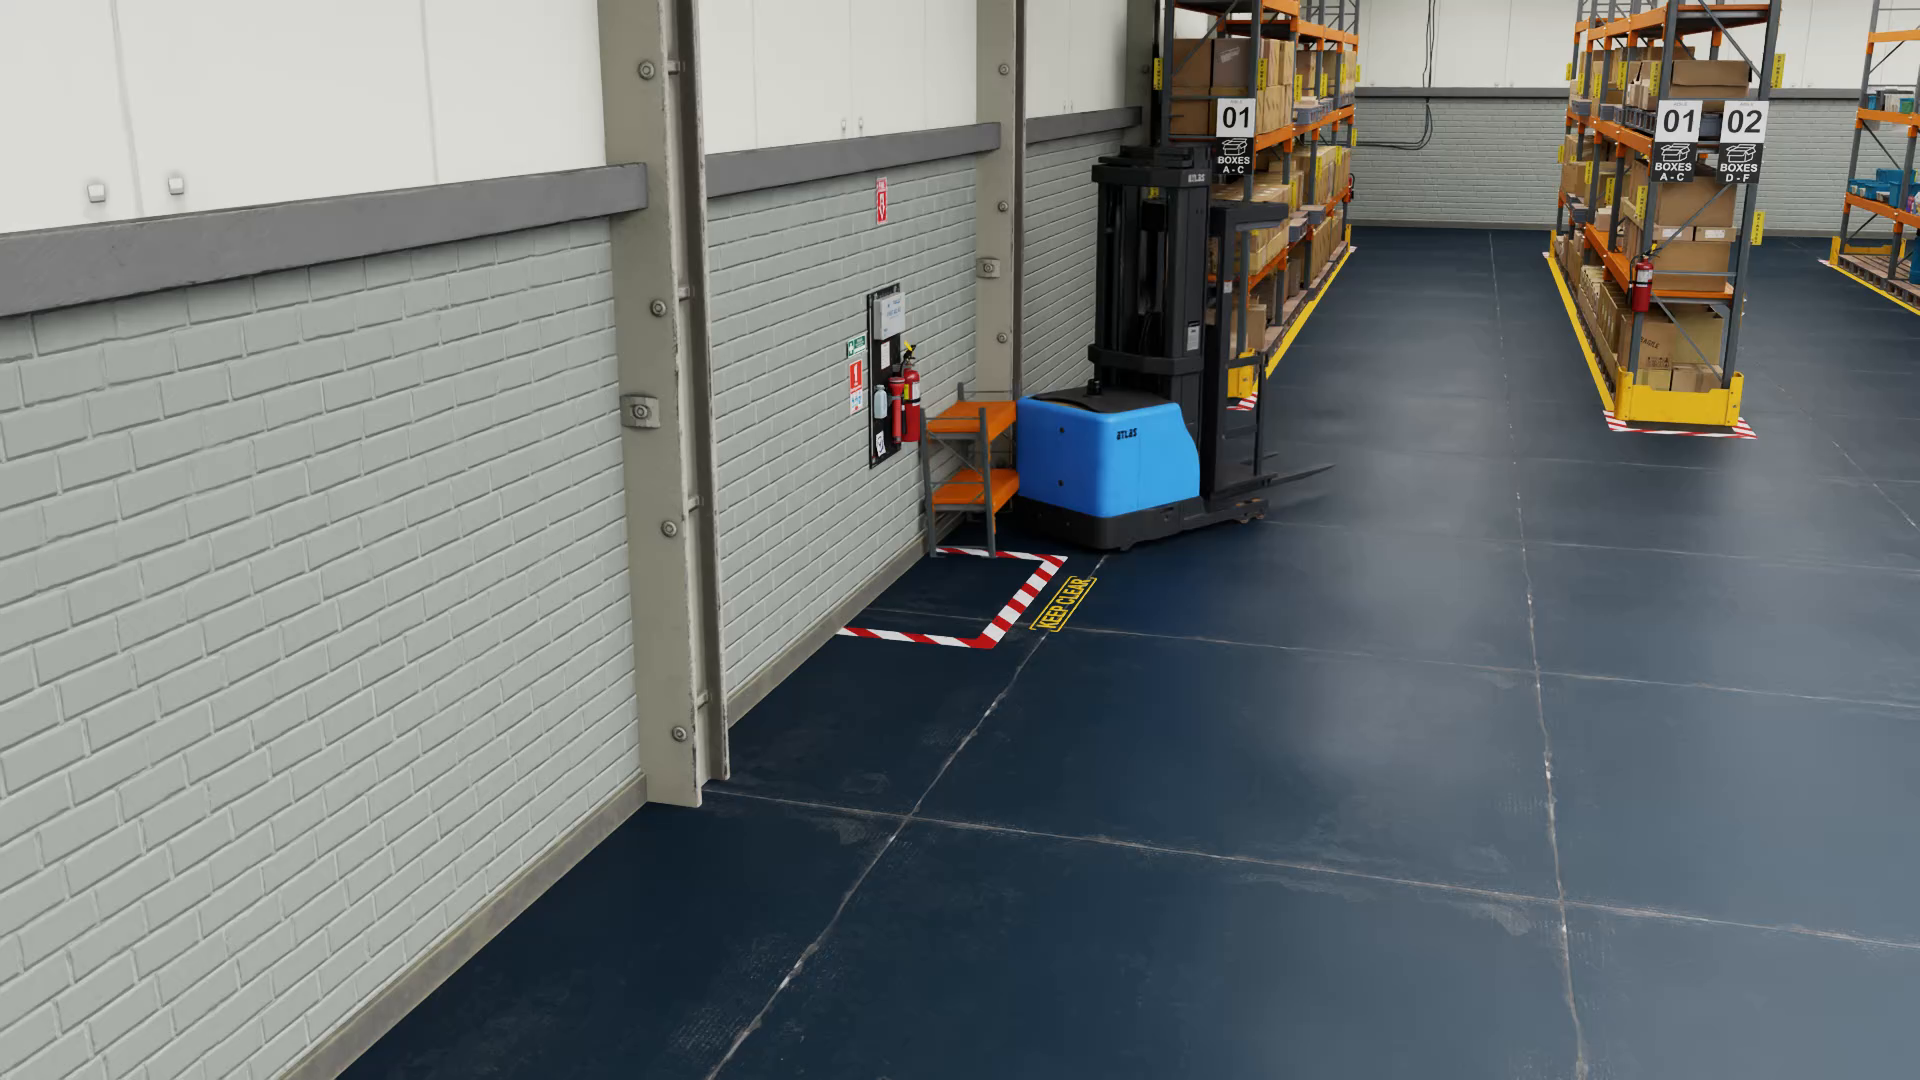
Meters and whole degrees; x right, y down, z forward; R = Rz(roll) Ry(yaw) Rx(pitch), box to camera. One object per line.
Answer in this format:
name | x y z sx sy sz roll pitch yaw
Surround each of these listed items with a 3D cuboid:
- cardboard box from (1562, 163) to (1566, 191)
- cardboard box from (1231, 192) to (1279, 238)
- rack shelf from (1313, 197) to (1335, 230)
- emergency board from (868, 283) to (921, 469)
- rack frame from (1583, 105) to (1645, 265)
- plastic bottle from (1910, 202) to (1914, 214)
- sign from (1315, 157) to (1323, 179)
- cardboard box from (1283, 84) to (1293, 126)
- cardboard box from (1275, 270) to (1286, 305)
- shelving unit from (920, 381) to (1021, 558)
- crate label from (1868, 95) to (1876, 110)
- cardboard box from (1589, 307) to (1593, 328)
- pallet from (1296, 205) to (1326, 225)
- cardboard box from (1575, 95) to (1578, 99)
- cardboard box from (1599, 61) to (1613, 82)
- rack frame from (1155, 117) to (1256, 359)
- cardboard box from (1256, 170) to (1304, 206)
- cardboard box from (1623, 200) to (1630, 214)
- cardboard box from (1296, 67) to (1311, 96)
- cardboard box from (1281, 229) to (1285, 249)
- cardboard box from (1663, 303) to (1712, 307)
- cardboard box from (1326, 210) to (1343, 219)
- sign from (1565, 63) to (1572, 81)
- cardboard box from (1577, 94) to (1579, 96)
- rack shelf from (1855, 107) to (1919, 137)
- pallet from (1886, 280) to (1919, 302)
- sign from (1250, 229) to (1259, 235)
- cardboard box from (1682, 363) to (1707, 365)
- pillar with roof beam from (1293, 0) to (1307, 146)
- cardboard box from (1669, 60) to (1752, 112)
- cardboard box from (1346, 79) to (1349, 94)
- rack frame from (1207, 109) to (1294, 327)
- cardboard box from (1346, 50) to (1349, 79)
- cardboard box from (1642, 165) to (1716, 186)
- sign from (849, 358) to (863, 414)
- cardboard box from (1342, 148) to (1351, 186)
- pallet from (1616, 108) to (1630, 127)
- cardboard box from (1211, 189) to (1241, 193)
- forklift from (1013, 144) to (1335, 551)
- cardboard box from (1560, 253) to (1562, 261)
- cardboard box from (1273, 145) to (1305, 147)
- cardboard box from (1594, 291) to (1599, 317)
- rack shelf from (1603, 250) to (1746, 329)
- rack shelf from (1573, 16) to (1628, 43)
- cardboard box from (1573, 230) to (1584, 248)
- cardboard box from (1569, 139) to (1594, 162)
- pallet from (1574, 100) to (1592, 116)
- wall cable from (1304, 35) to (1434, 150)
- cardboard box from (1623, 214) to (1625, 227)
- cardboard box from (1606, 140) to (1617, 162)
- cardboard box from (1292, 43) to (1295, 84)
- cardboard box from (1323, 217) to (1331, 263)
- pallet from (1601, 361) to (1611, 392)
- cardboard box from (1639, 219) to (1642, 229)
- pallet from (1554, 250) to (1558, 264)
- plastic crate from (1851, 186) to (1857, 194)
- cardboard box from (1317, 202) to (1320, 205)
cardboard box | 11.434 -6.699 30.766 0.500 0.500 0.500 4 16 15
cardboard box | 3.519 -3.878 19.868 0.500 0.500 0.500 5 17 18
rack shelf | 5.499 -5.349 27.509 1.077 0.370 4.000 5 16 16
emergency board | -0.417 -1.116 11.265 0.194 1.169 0.643 5 16 16
rack frame | 9.681 -4.789 24.215 1.000 3.000 0.127 5 16 16
plastic bottle | 14.999 -5.225 26.118 0.097 0.201 0.097 0 16 0
sign | 5.453 -5.651 25.279 0.100 0.325 0.005 5 16 16
cardboard box | 3.886 -5.474 20.915 0.500 0.500 0.500 5 17 17
cardboard box | 4.269 -3.598 23.791 0.700 0.500 0.500 5 17 17
shelving unit | 0.120 -0.551 12.616 0.538 1.125 1.048 0 16 16
crate label | 16.130 -7.652 29.084 0.408 0.251 0.502 5 16 16
cardboard box | 8.530 -2.884 21.771 0.500 0.250 0.500 4 16 15
pallet | 4.830 -4.885 24.905 1.213 0.211 1.003 5 16 16
cardboard box | 10.987 -7.615 28.959 0.500 0.250 0.500 5 16 16
cardboard box | 10.227 -7.101 25.735 0.600 0.600 0.600 4 16 14
rack frame | 2.657 -3.079 18.187 1.000 3.000 0.127 5 16 16
cardboard box | 4.806 -5.308 25.056 0.700 0.500 0.500 3 16 9
cardboard box | 8.282 -4.047 20.228 0.380 0.149 0.250 5 16 16
cardboard box | 5.011 -7.003 25.537 0.700 0.500 0.500 3 16 12
cardboard box | 3.800 -3.786 20.917 0.500 0.250 0.500 5 17 16
cardboard box | 8.202 -2.451 18.868 0.500 0.500 0.500 5 16 16
cardboard box | 7.167 -6.271 32.063 0.380 0.149 0.250 5 17 17
sign | 11.434 -8.787 31.213 0.100 0.325 0.005 5 16 16
cardboard box | 10.841 -7.725 28.430 0.500 0.250 0.500 5 16 16
rack shelf | 16.134 -7.070 28.080 1.077 0.370 4.000 5 16 16
pallet | 15.306 -3.910 26.227 1.003 0.211 1.213 5 16 16
sign | 3.177 -3.453 17.920 0.100 0.325 0.005 5 16 16
cardboard box | 7.912 -1.829 18.050 0.500 0.250 0.500 5 16 16
pillar with roof beam | 11.269 -10.590 33.676 9.100 9.000 0.400 5 16 16
cardboard box | 7.575 -4.608 16.865 0.797 0.503 0.637 6 17 20
cardboard box | 6.813 -8.267 30.302 0.500 0.250 0.500 4 16 14
rack frame | 3.794 -4.125 21.876 1.000 3.000 0.127 5 16 16
cardboard box | 6.679 -8.500 29.750 0.500 0.500 0.500 4 16 15
cardboard box | 7.996 -3.904 18.535 0.700 0.500 0.500 5 16 16
sign | -0.673 -0.996 10.779 0.001 0.329 0.234 5 16 16
cardboard box | 7.069 -7.275 32.431 0.980 0.700 0.700 5 17 18
pallet | 8.782 -5.325 20.959 0.805 0.209 1.217 4 16 14
cardboard box | 3.162 -4.052 20.481 0.500 0.500 0.500 5 17 17
forklift | 1.863 -1.639 13.235 3.031 2.935 1.130 -13 21 -39
cardboard box | 10.757 -4.949 29.199 0.380 0.149 0.250 5 16 16
cardboard box | 5.687 -6.680 28.743 0.500 0.250 0.500 5 17 18
cardboard box | 8.384 -3.019 21.219 0.500 0.311 0.500 5 16 16
rack shelf | 7.976 -2.873 18.779 1.077 0.370 4.000 5 16 16
rack shelf | 11.386 -8.897 29.029 1.077 0.370 4.000 5 16 16
cardboard box | 10.162 -4.836 26.781 0.500 0.250 0.500 5 16 16
cardboard box | 11.000 -6.783 29.230 0.500 0.500 0.500 5 17 16
pallet | 10.273 -6.751 25.981 1.213 0.211 1.003 5 16 16
wall cable | 9.154 -10.109 37.669 3.097 2.526 0.112 5 16 16
cardboard box | 8.928 -4.128 21.701 0.500 0.500 0.500 6 17 20
cardboard box | 11.367 -6.601 28.588 0.500 0.500 0.500 4 16 14
cardboard box | 3.911 -5.955 20.778 0.500 0.500 0.500 3 16 11
cardboard box | 6.007 -5.206 28.856 0.750 0.750 0.750 5 17 17
pallet | 7.933 -1.876 19.055 1.003 0.211 1.213 5 16 16
cardboard box | 7.700 -3.509 18.333 0.380 0.149 0.250 5 17 17
pallet | 11.707 -5.311 31.169 1.003 0.211 1.213 5 16 16
plastic crate | 16.146 -6.282 29.853 0.250 0.136 0.298 5 16 16
cardboard box | 5.483 -5.257 26.290 0.380 0.149 0.250 5 17 18
